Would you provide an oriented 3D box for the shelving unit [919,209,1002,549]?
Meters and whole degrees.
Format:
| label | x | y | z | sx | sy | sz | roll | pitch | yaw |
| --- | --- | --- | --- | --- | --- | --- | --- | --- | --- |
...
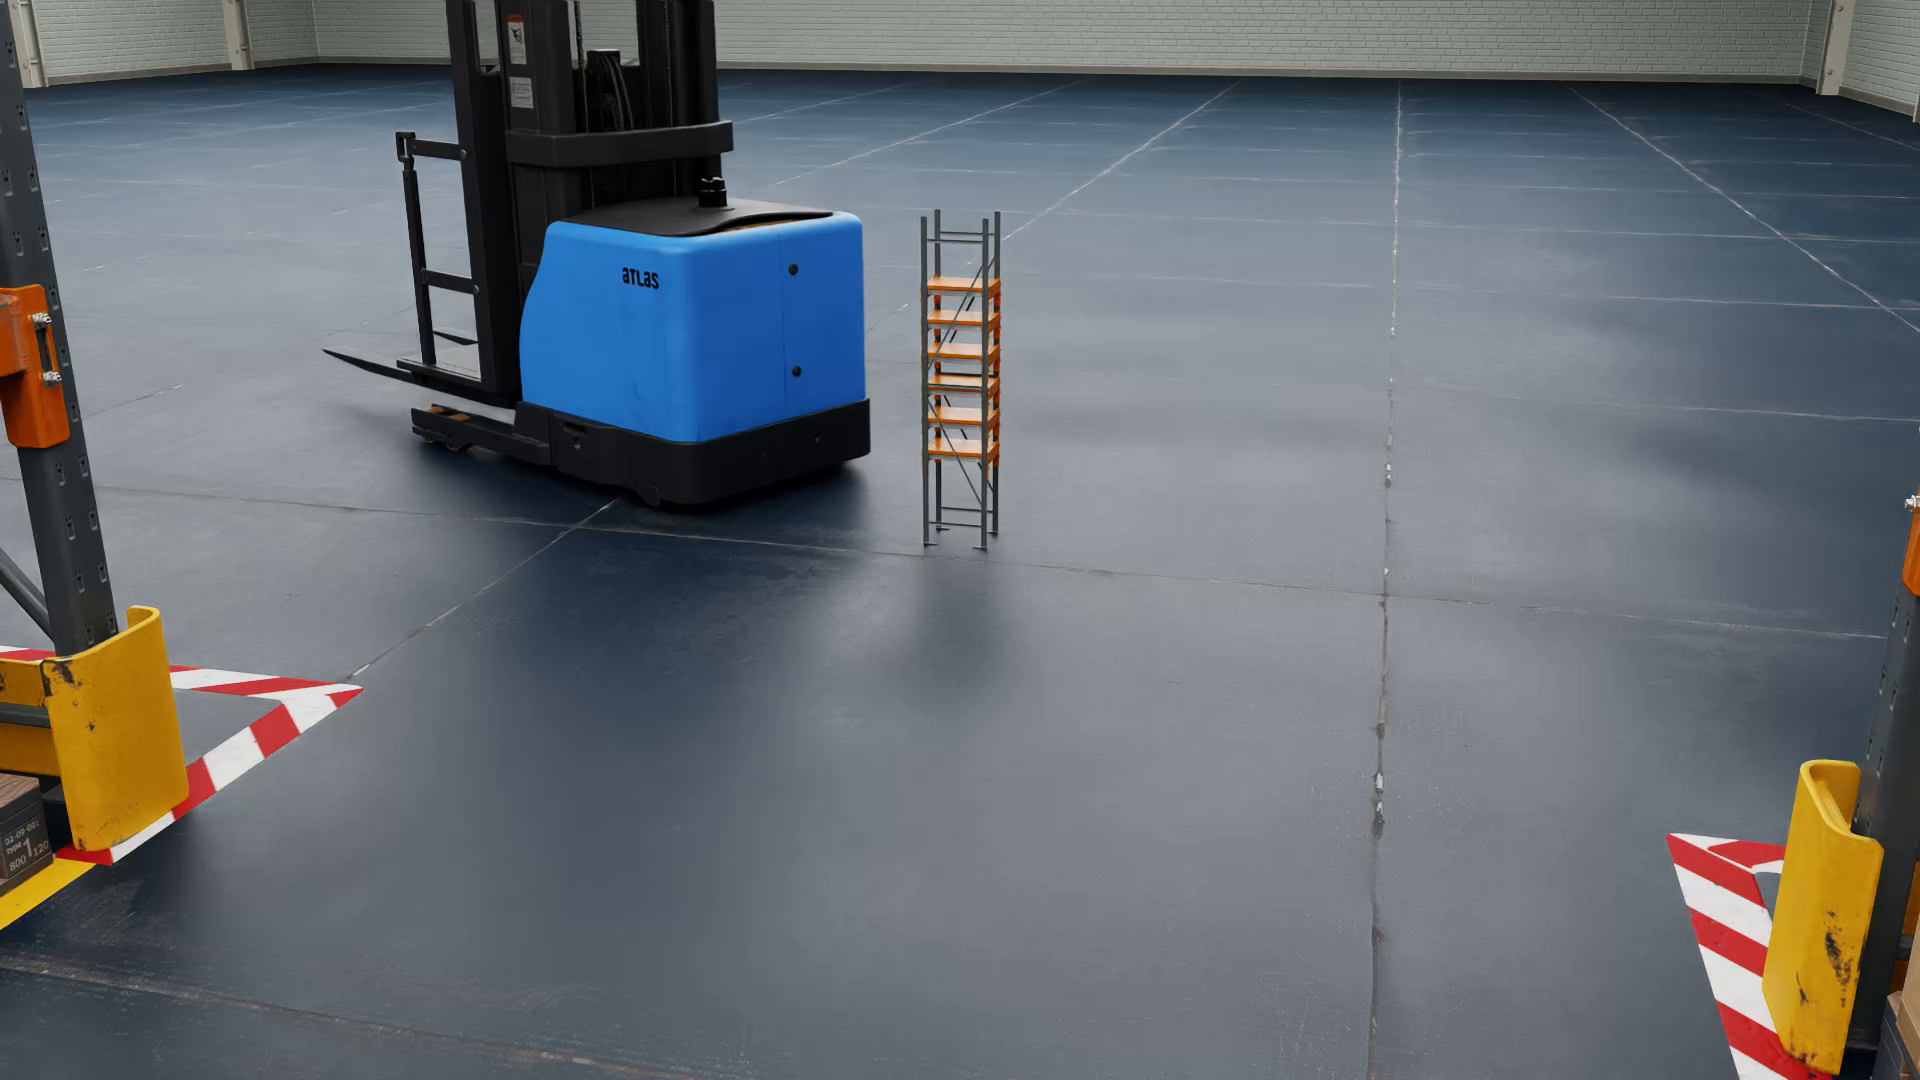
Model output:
| label | x | y | z | sx | sy | sz | roll | pitch | yaw |
| --- | --- | --- | --- | --- | --- | --- | --- | --- | --- |
| shelving unit | 0.004 | -0.572 | 6.007 | 0.258 | 1.200 | 0.189 | 5 | 19 | 13 |

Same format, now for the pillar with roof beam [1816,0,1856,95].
| label | x | y | z | sx | sy | sz | roll | pitch | yaw |
| --- | --- | --- | --- | --- | --- | --- | --- | --- | --- |
| pillar with roof beam | 10.832 | -12.305 | 28.292 | 9.100 | 9.000 | 0.400 | 5 | 19 | 13 |

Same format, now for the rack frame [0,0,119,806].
| label | x | y | z | sx | sy | sz | roll | pitch | yaw |
| --- | --- | --- | --- | --- | --- | --- | --- | --- | --- |
| rack frame | -2.597 | -0.794 | 3.870 | 1.000 | 3.000 | 0.127 | 5 | 19 | 13 |

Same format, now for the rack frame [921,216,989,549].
| label | x | y | z | sx | sy | sz | roll | pitch | yaw |
| --- | --- | --- | --- | --- | --- | --- | --- | --- | --- |
| rack frame | -0.019 | -0.544 | 5.923 | 0.240 | 1.200 | 0.006 | 5 | 19 | 13 |

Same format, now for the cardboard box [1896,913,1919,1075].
| label | x | y | z | sx | sy | sz | roll | pitch | yaw |
| --- | --- | --- | --- | --- | --- | --- | --- | --- | --- |
| cardboard box | 1.858 | 0.852 | 2.658 | 0.500 | 0.250 | 0.500 | 5 | 19 | 13 |

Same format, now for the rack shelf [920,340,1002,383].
| label | x | y | z | sx | sy | sz | roll | pitch | yaw |
| --- | --- | --- | --- | --- | --- | --- | --- | --- | --- |
| rack shelf | 0.004 | -0.644 | 5.982 | 0.258 | 0.103 | 0.180 | 5 | 19 | 13 |

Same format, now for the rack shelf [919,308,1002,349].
| label | x | y | z | sx | sy | sz | roll | pitch | yaw |
| --- | --- | --- | --- | --- | --- | --- | --- | --- | --- |
| rack shelf | 0.004 | -0.757 | 5.944 | 0.258 | 0.103 | 0.180 | 5 | 19 | 13 |

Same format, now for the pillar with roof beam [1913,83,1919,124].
| label | x | y | z | sx | sy | sz | roll | pitch | yaw |
| --- | --- | --- | --- | --- | --- | --- | --- | --- | --- |
| pillar with roof beam | 9.366 | -10.425 | 22.787 | 9.100 | 9.000 | 0.400 | 5 | 19 | 13 |

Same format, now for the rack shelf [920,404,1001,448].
| label | x | y | z | sx | sy | sz | roll | pitch | yaw |
| --- | --- | --- | --- | --- | --- | --- | --- | --- | --- |
| rack shelf | 0.004 | -0.417 | 6.060 | 0.258 | 0.103 | 0.180 | 5 | 19 | 13 |

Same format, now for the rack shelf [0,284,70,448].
| label | x | y | z | sx | sy | sz | roll | pitch | yaw |
| --- | --- | --- | --- | --- | --- | --- | --- | --- | --- |
| rack shelf | -3.086 | 0.174 | 2.151 | 1.077 | 0.370 | 4.000 | 5 | 19 | 13 |

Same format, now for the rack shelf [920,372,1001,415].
| label | x | y | z | sx | sy | sz | roll | pitch | yaw |
| --- | --- | --- | --- | --- | --- | --- | --- | --- | --- |
| rack shelf | 0.004 | -0.530 | 6.021 | 0.258 | 0.103 | 0.180 | 5 | 19 | 13 |

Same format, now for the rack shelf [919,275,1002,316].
| label | x | y | z | sx | sy | sz | roll | pitch | yaw |
| --- | --- | --- | --- | --- | --- | --- | --- | --- | --- |
| rack shelf | 0.004 | -0.871 | 5.905 | 0.258 | 0.103 | 0.180 | 5 | 19 | 13 |

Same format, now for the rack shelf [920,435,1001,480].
| label | x | y | z | sx | sy | sz | roll | pitch | yaw |
| --- | --- | --- | --- | --- | --- | --- | --- | --- | --- |
| rack shelf | 0.004 | -0.303 | 6.099 | 0.258 | 0.103 | 0.180 | 5 | 19 | 13 |

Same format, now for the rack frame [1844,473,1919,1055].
| label | x | y | z | sx | sy | sz | roll | pitch | yaw |
| --- | --- | --- | --- | --- | --- | --- | --- | --- | --- |
| rack frame | 2.205 | -0.401 | 2.722 | 1.000 | 3.000 | 0.127 | 5 | 19 | 13 |

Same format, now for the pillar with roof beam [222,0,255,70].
| label | x | y | z | sx | sy | sz | roll | pitch | yaw |
| --- | --- | --- | --- | --- | --- | --- | --- | --- | --- |
| pillar with roof beam | -11.364 | -14.113 | 33.585 | 9.100 | 9.000 | 0.400 | 5 | 19 | 13 |

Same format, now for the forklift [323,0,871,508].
| label | x | y | z | sx | sy | sz | roll | pitch | yaw |
| --- | --- | --- | --- | --- | --- | --- | --- | --- | --- |
| forklift | -1.822 | -1.891 | 7.188 | 3.031 | 2.935 | 1.130 | 16 | 24 | 38 |

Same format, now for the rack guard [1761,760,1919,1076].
| label | x | y | z | sx | sy | sz | roll | pitch | yaw |
| --- | --- | --- | --- | --- | --- | --- | --- | --- | --- |
| rack guard | 2.211 | 0.774 | 3.148 | 1.175 | 0.500 | 0.348 | 5 | 19 | 13 |

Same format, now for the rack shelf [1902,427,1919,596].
| label | x | y | z | sx | sy | sz | roll | pitch | yaw |
| --- | --- | --- | --- | --- | --- | --- | --- | --- | --- |
| rack shelf | 1.716 | 0.566 | 1.003 | 1.077 | 0.370 | 4.000 | 5 | 19 | 13 |

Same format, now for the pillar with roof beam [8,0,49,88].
| label | x | y | z | sx | sy | sz | roll | pitch | yaw |
| --- | --- | --- | --- | --- | --- | --- | --- | --- | --- |
| pillar with roof beam | -12.830 | -12.233 | 28.079 | 9.100 | 9.000 | 0.400 | 5 | 19 | 13 |

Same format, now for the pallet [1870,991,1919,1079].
| label | x | y | z | sx | sy | sz | roll | pitch | yaw |
| --- | --- | --- | --- | --- | --- | --- | --- | --- | --- |
| pallet | 2.059 | 1.161 | 2.461 | 1.003 | 0.211 | 1.213 | 5 | 19 | 13 |

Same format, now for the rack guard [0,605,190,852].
| label | x | y | z | sx | sy | sz | roll | pitch | yaw |
| --- | --- | --- | --- | --- | --- | --- | --- | --- | --- |
| rack guard | -2.570 | 0.417 | 4.194 | 1.175 | 0.500 | 0.348 | 5 | 19 | 13 |

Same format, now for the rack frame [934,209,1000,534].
| label | x | y | z | sx | sy | sz | roll | pitch | yaw |
| --- | --- | --- | --- | --- | --- | --- | --- | --- | --- |
| rack frame | 0.026 | -0.601 | 6.091 | 0.240 | 1.200 | 0.006 | 5 | 19 | 13 |

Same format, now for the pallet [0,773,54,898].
| label | x | y | z | sx | sy | sz | roll | pitch | yaw |
| --- | --- | --- | --- | --- | --- | --- | --- | --- | --- |
| pallet | -2.774 | 0.808 | 3.496 | 1.003 | 0.211 | 1.213 | 5 | 19 | 13 |
